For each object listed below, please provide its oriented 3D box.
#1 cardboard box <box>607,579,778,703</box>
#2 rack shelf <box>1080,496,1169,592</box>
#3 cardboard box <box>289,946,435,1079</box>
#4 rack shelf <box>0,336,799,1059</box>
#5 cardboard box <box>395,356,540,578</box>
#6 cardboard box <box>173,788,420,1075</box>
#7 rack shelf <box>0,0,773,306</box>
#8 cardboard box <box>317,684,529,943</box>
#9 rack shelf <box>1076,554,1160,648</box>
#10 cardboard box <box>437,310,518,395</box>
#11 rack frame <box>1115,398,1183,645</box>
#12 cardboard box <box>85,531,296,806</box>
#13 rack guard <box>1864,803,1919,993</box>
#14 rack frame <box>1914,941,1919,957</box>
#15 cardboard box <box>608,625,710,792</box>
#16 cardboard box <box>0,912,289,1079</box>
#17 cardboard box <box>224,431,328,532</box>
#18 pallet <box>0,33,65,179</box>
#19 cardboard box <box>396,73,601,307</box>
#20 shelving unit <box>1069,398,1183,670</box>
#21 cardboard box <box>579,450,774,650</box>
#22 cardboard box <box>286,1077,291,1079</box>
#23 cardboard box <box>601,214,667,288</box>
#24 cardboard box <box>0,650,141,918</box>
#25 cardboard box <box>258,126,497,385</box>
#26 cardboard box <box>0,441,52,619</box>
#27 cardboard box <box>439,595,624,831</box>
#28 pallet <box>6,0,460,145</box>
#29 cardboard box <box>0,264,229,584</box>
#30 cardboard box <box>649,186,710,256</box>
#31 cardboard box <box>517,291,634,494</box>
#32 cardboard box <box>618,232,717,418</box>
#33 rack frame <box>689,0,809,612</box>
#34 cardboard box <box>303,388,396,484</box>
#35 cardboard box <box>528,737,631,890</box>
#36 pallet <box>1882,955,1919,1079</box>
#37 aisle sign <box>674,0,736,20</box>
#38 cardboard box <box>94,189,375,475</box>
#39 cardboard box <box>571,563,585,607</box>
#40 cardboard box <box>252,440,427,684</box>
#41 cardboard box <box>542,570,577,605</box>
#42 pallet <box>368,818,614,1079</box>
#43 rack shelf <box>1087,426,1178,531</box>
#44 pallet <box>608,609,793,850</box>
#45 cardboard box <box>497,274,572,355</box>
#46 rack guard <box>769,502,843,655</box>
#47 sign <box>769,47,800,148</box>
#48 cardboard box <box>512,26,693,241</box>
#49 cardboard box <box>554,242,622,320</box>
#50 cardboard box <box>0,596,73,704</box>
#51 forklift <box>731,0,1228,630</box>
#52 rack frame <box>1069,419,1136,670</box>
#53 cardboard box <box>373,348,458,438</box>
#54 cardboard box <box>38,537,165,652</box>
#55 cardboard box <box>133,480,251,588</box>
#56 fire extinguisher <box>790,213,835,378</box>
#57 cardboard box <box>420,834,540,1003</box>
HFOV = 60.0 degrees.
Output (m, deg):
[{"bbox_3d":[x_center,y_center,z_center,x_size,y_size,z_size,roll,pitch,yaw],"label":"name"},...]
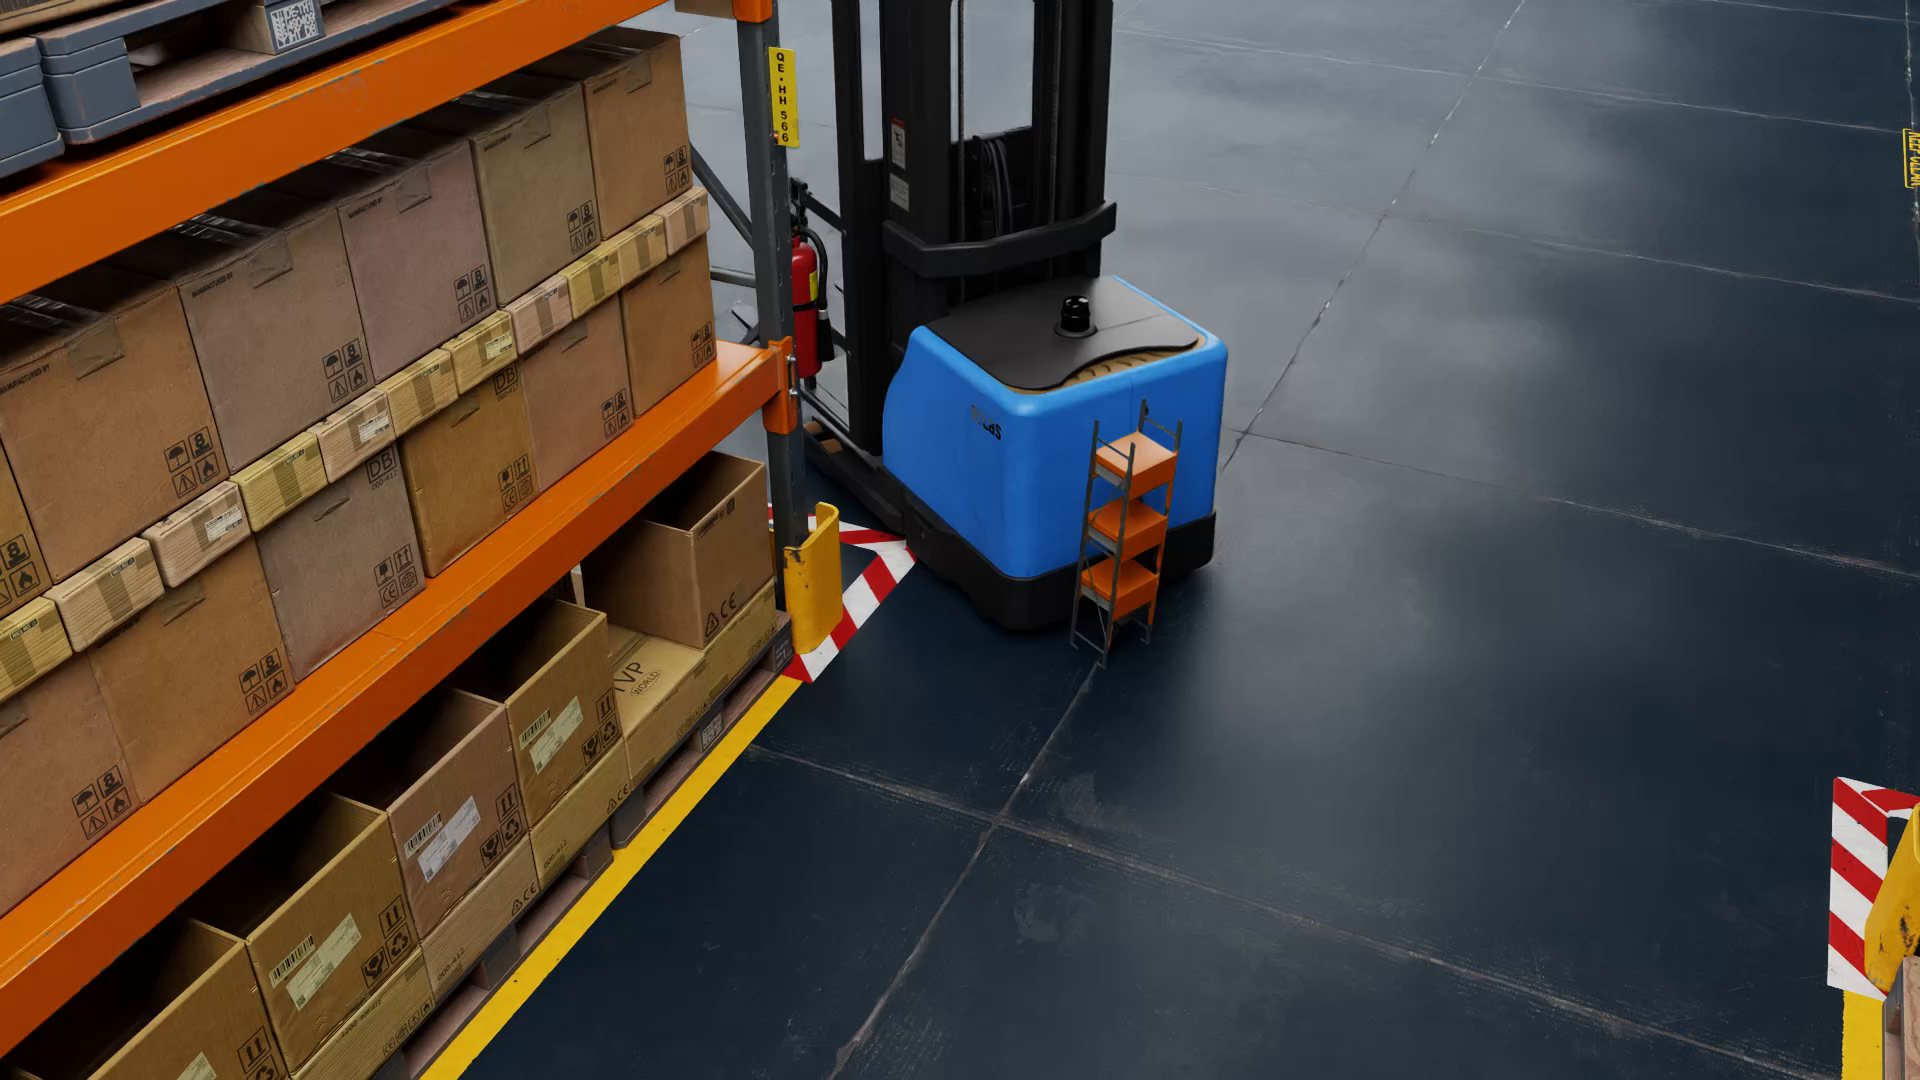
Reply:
[{"bbox_3d":[-1.022,0.311,6.164,0.500,0.250,0.500,14,36,20],"label":"cardboard box"},{"bbox_3d":[0.618,0.000,6.298,0.240,0.259,0.215,-25,45,-33],"label":"rack shelf"},{"bbox_3d":[-1.843,1.311,4.639,0.500,0.250,0.500,14,36,20],"label":"cardboard box"},{"bbox_3d":[-1.903,0.299,4.715,1.077,0.370,4.000,14,36,20],"label":"rack shelf"},{"bbox_3d":[-1.702,-0.302,4.883,0.700,0.500,0.500,14,36,21],"label":"cardboard box"},{"bbox_3d":[-1.843,0.998,4.434,0.500,0.500,0.500,14,36,20],"label":"cardboard box"},{"bbox_3d":[-1.903,-0.955,3.892,1.077,0.370,4.000,14,36,20],"label":"rack shelf"},{"bbox_3d":[-1.636,0.748,4.814,0.500,0.500,0.500,14,36,20],"label":"cardboard box"},{"bbox_3d":[0.604,0.223,6.463,0.240,0.259,0.215,-25,45,-33],"label":"rack shelf"},{"bbox_3d":[-1.485,-0.563,4.691,0.380,0.149,0.250,15,36,22],"label":"cardboard box"},{"bbox_3d":[0.711,-0.052,6.358,0.008,1.050,0.200,-25,45,-33],"label":"rack frame"},{"bbox_3d":[-2.132,0.217,4.093,0.700,0.500,0.500,15,36,21],"label":"cardboard box"},{"bbox_3d":[3.403,1.220,4.934,1.175,0.500,0.348,14,36,20],"label":"rack guard"},{"bbox_3d":[3.434,0.137,4.306,1.000,3.000,0.127,14,36,20],"label":"rack frame"},{"bbox_3d":[-1.221,0.563,5.781,0.500,0.250,0.500,14,36,20],"label":"cardboard box"},{"bbox_3d":[-2.060,1.245,4.057,0.500,0.500,0.500,14,36,20],"label":"cardboard box"},{"bbox_3d":[-1.807,-0.181,4.107,0.380,0.149,0.250,14,36,20],"label":"cardboard box"},{"bbox_3d":[-2.407,-0.654,2.857,1.003,0.211,1.213,14,36,20],"label":"pallet"},{"bbox_3d":[-1.511,-1.063,4.862,0.700,0.500,0.500,13,36,19],"label":"cardboard box"},{"bbox_3d":[0.618,-0.008,6.291,0.252,1.050,0.215,-25,45,-33],"label":"shelving unit"},{"bbox_3d":[-1.021,-0.002,5.958,0.500,0.500,0.500,14,36,20],"label":"cardboard box"},{"bbox_3d":[-2.057,1.559,4.261,0.500,0.250,0.500,14,36,20],"label":"cardboard box"},{"bbox_3d":[-1.162,-0.946,5.275,0.380,0.149,0.250,15,36,22],"label":"cardboard box"},{"bbox_3d":[-2.345,0.466,3.713,0.700,0.500,0.500,14,36,20],"label":"cardboard box"},{"bbox_3d":[-1.721,-0.812,4.478,0.700,0.500,0.500,14,36,21],"label":"cardboard box"},{"bbox_3d":[-2.350,-0.064,3.339,0.700,0.500,0.500,14,36,20],"label":"cardboard box"},{"bbox_3d":[-1.426,0.499,5.193,0.500,0.500,0.500,14,36,20],"label":"cardboard box"},{"bbox_3d":[-1.895,-1.259,3.780,1.003,0.211,1.213,14,36,20],"label":"pallet"},{"bbox_3d":[-2.140,-0.314,3.719,0.700,0.500,0.500,14,36,20],"label":"cardboard box"},{"bbox_3d":[-1.053,-1.077,5.474,0.380,0.149,0.250,14,36,20],"label":"cardboard box"},{"bbox_3d":[-1.489,-0.548,5.258,0.700,0.500,0.500,15,36,22],"label":"cardboard box"},{"bbox_3d":[-1.273,-0.810,5.659,0.700,0.500,0.500,14,36,20],"label":"cardboard box"},{"bbox_3d":[-1.066,-0.998,6.036,1.000,3.000,0.127,14,36,20],"label":"rack frame"},{"bbox_3d":[-1.700,-0.304,4.295,0.380,0.149,0.250,14,36,20],"label":"cardboard box"},{"bbox_3d":[-1.428,0.812,5.400,0.500,0.250,0.500,14,36,20],"label":"cardboard box"},{"bbox_3d":[3.031,1.737,4.408,1.003,0.211,1.213,14,36,20],"label":"pallet"},{"bbox_3d":[-0.772,-2.050,5.271,0.394,0.787,0.004,14,36,20],"label":"aisle sign"},{"bbox_3d":[-1.930,-0.562,4.098,0.700,0.500,0.500,14,36,21],"label":"cardboard box"},{"bbox_3d":[-1.493,0.192,6.346,0.500,0.250,0.500,14,36,20],"label":"cardboard box"},{"bbox_3d":[-1.919,-0.039,4.482,0.700,0.500,0.500,15,36,22],"label":"cardboard box"},{"bbox_3d":[-1.700,0.128,5.760,0.500,0.500,0.500,14,36,20],"label":"cardboard box"},{"bbox_3d":[-1.860,1.164,5.282,1.003,0.211,1.213,14,36,20],"label":"pallet"},{"bbox_3d":[0.631,-0.227,6.129,0.240,0.259,0.215,-25,45,-33],"label":"rack shelf"},{"bbox_3d":[-1.348,0.559,6.205,1.003,0.211,1.213,14,36,20],"label":"pallet"},{"bbox_3d":[-1.376,-0.694,4.890,0.380,0.149,0.250,15,36,21],"label":"cardboard box"},{"bbox_3d":[-1.056,0.035,6.740,1.175,0.500,0.348,14,36,20],"label":"rack guard"},{"bbox_3d":[-0.579,-1.450,5.454,0.100,0.325,0.005,14,36,20],"label":"sign"},{"bbox_3d":[-1.296,-1.326,5.263,0.700,0.500,0.500,14,36,21],"label":"cardboard box"},{"bbox_3d":[-1.268,-0.819,5.081,0.380,0.149,0.250,14,36,20],"label":"cardboard box"},{"bbox_3d":[-2.132,0.207,3.516,0.380,0.149,0.250,14,36,20],"label":"cardboard box"},{"bbox_3d":[-0.129,-1.646,7.087,1.130,2.935,3.031,-18,37,-26],"label":"forklift"},{"bbox_3d":[0.526,0.036,6.225,0.008,1.050,0.200,-25,45,-33],"label":"rack frame"},{"bbox_3d":[-1.594,-0.432,4.490,0.380,0.149,0.250,15,36,22],"label":"cardboard box"},{"bbox_3d":[-2.025,0.083,3.706,0.380,0.149,0.250,13,35,19],"label":"cardboard box"},{"bbox_3d":[-1.916,-0.051,3.909,0.380,0.149,0.250,13,35,19],"label":"cardboard box"},{"bbox_3d":[-0.595,-0.918,5.985,0.296,0.674,0.183,14,36,20],"label":"fire extinguisher"},{"bbox_3d":[-1.639,1.061,5.021,0.500,0.250,0.500,14,36,20],"label":"cardboard box"}]
